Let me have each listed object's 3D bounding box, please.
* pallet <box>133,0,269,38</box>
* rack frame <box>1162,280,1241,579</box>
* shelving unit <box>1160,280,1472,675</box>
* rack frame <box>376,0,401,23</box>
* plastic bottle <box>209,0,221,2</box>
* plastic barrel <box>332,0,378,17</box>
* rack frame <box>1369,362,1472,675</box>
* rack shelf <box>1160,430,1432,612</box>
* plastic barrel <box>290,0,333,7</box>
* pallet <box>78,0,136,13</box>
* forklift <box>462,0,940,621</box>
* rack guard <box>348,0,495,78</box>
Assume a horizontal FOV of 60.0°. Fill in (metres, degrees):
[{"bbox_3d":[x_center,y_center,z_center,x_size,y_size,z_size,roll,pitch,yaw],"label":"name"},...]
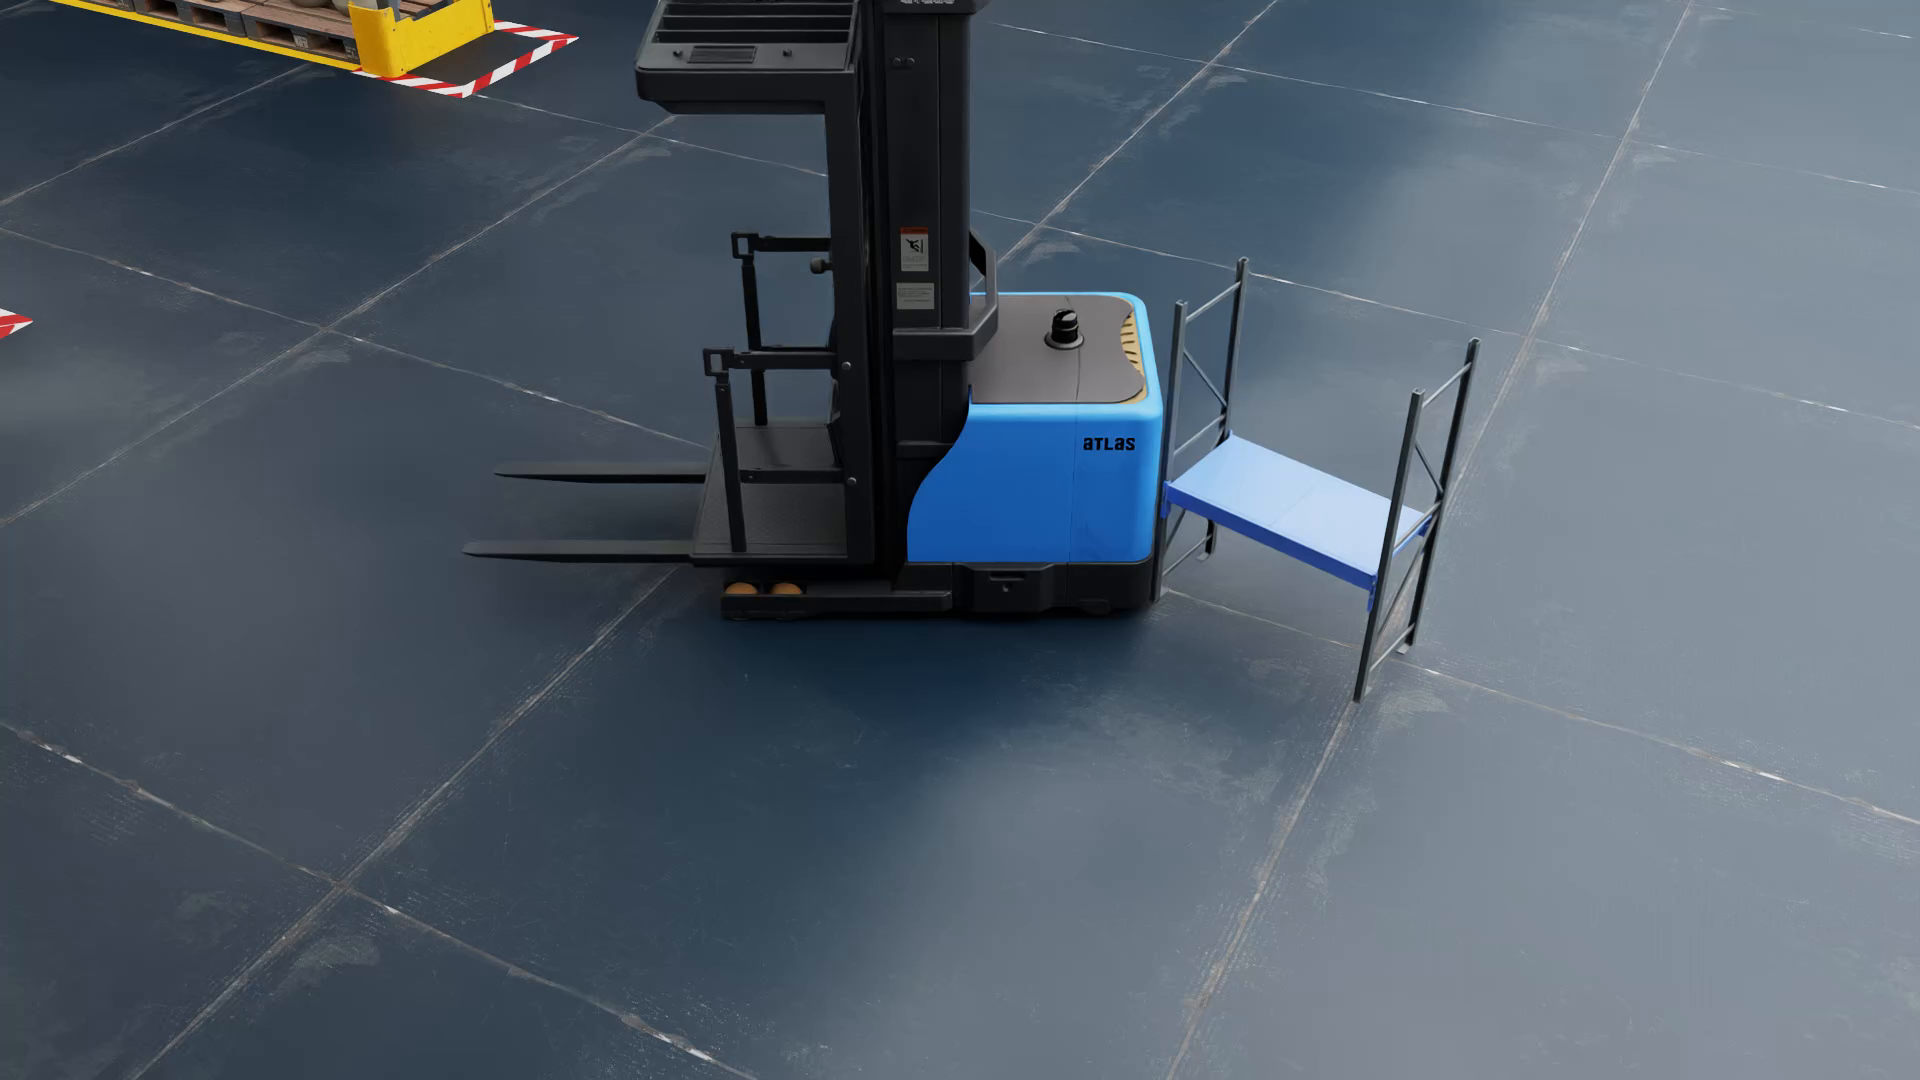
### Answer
[{"bbox_3d":[-5.836,-4.396,13.366,1.213,0.211,1.003,17,41,21],"label":"pallet"},{"bbox_3d":[1.011,-0.438,7.087,0.013,1.308,0.475,27,45,30],"label":"rack frame"},{"bbox_3d":[1.402,-0.241,6.828,1.030,1.308,0.538,27,45,30],"label":"shelving unit"},{"bbox_3d":[-3.949,-4.942,11.779,0.127,3.000,1.000,17,41,21],"label":"rack frame"},{"bbox_3d":[-5.781,-4.278,12.855,0.097,0.201,0.097,0,37,0],"label":"plastic bottle"},{"bbox_3d":[-4.568,-4.260,12.591,0.421,0.512,0.421,0,37,0],"label":"plastic barrel"},{"bbox_3d":[1.795,-0.046,6.571,0.013,1.308,0.475,27,45,30],"label":"rack frame"},{"bbox_3d":[1.402,-0.098,6.936,1.000,0.185,0.538,27,45,30],"label":"rack shelf"},{"bbox_3d":[-5.013,-4.399,12.775,0.421,0.512,0.421,0,37,0],"label":"plastic barrel"},{"bbox_3d":[-6.923,-4.734,13.812,1.213,0.211,1.003,17,41,21],"label":"pallet"},{"bbox_3d":[-0.676,-1.138,6.825,3.031,2.935,1.121,0,37,0],"label":"forklift"},{"bbox_3d":[-4.038,-3.942,12.530,0.348,0.500,1.175,17,41,21],"label":"rack guard"}]
